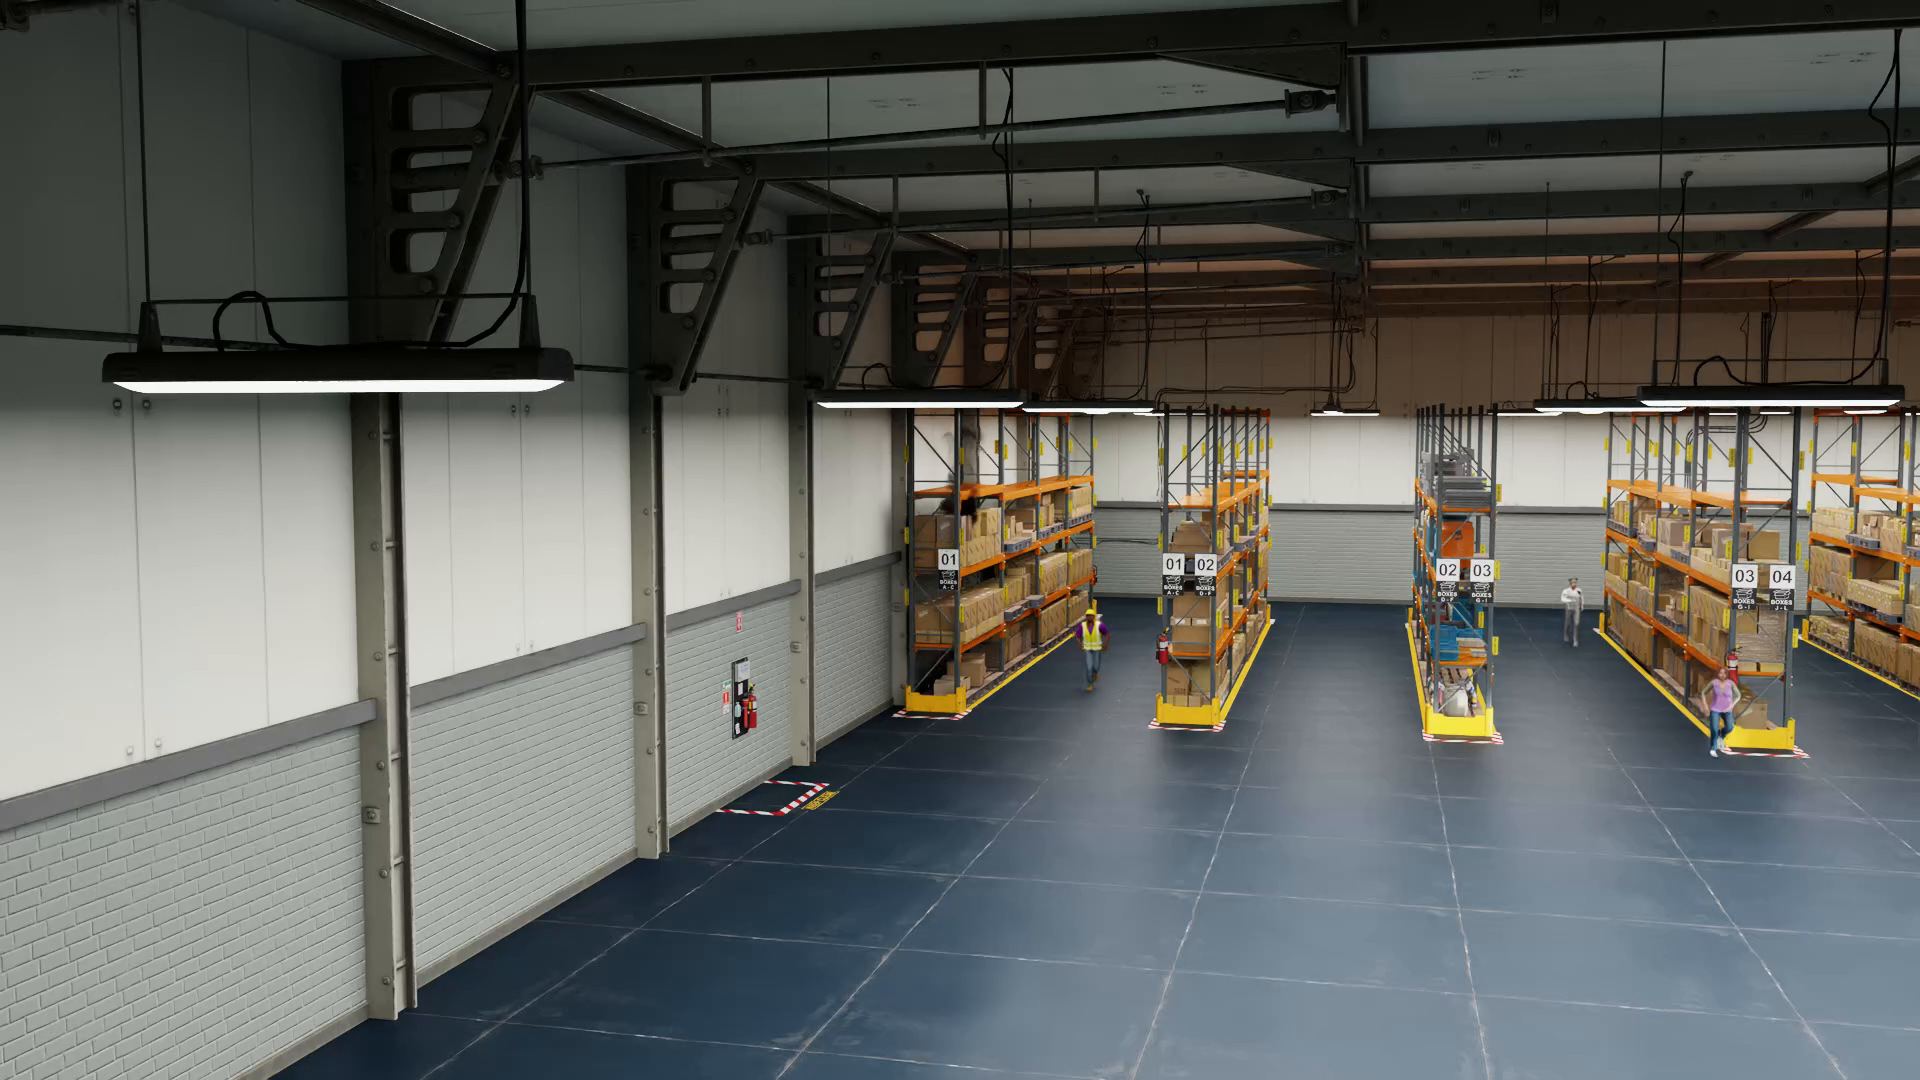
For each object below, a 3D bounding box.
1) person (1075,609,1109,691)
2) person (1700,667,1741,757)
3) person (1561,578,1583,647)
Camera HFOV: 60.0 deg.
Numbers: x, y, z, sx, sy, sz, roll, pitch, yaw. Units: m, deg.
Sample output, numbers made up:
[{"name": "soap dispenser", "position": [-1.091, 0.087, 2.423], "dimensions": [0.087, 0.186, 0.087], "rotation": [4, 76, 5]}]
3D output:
[{"name": "person", "position": [2.783, 2.313, 35.083], "dimensions": [0.714, 1.729, 0.661], "rotation": [1, 4, 8]}, {"name": "person", "position": [12.935, 2.926, 28.262], "dimensions": [0.626, 1.557, 0.484], "rotation": [1, 4, 12]}, {"name": "person", "position": [15.511, 1.793, 42.136], "dimensions": [0.589, 1.720, 0.883], "rotation": [1, 4, 9]}]
